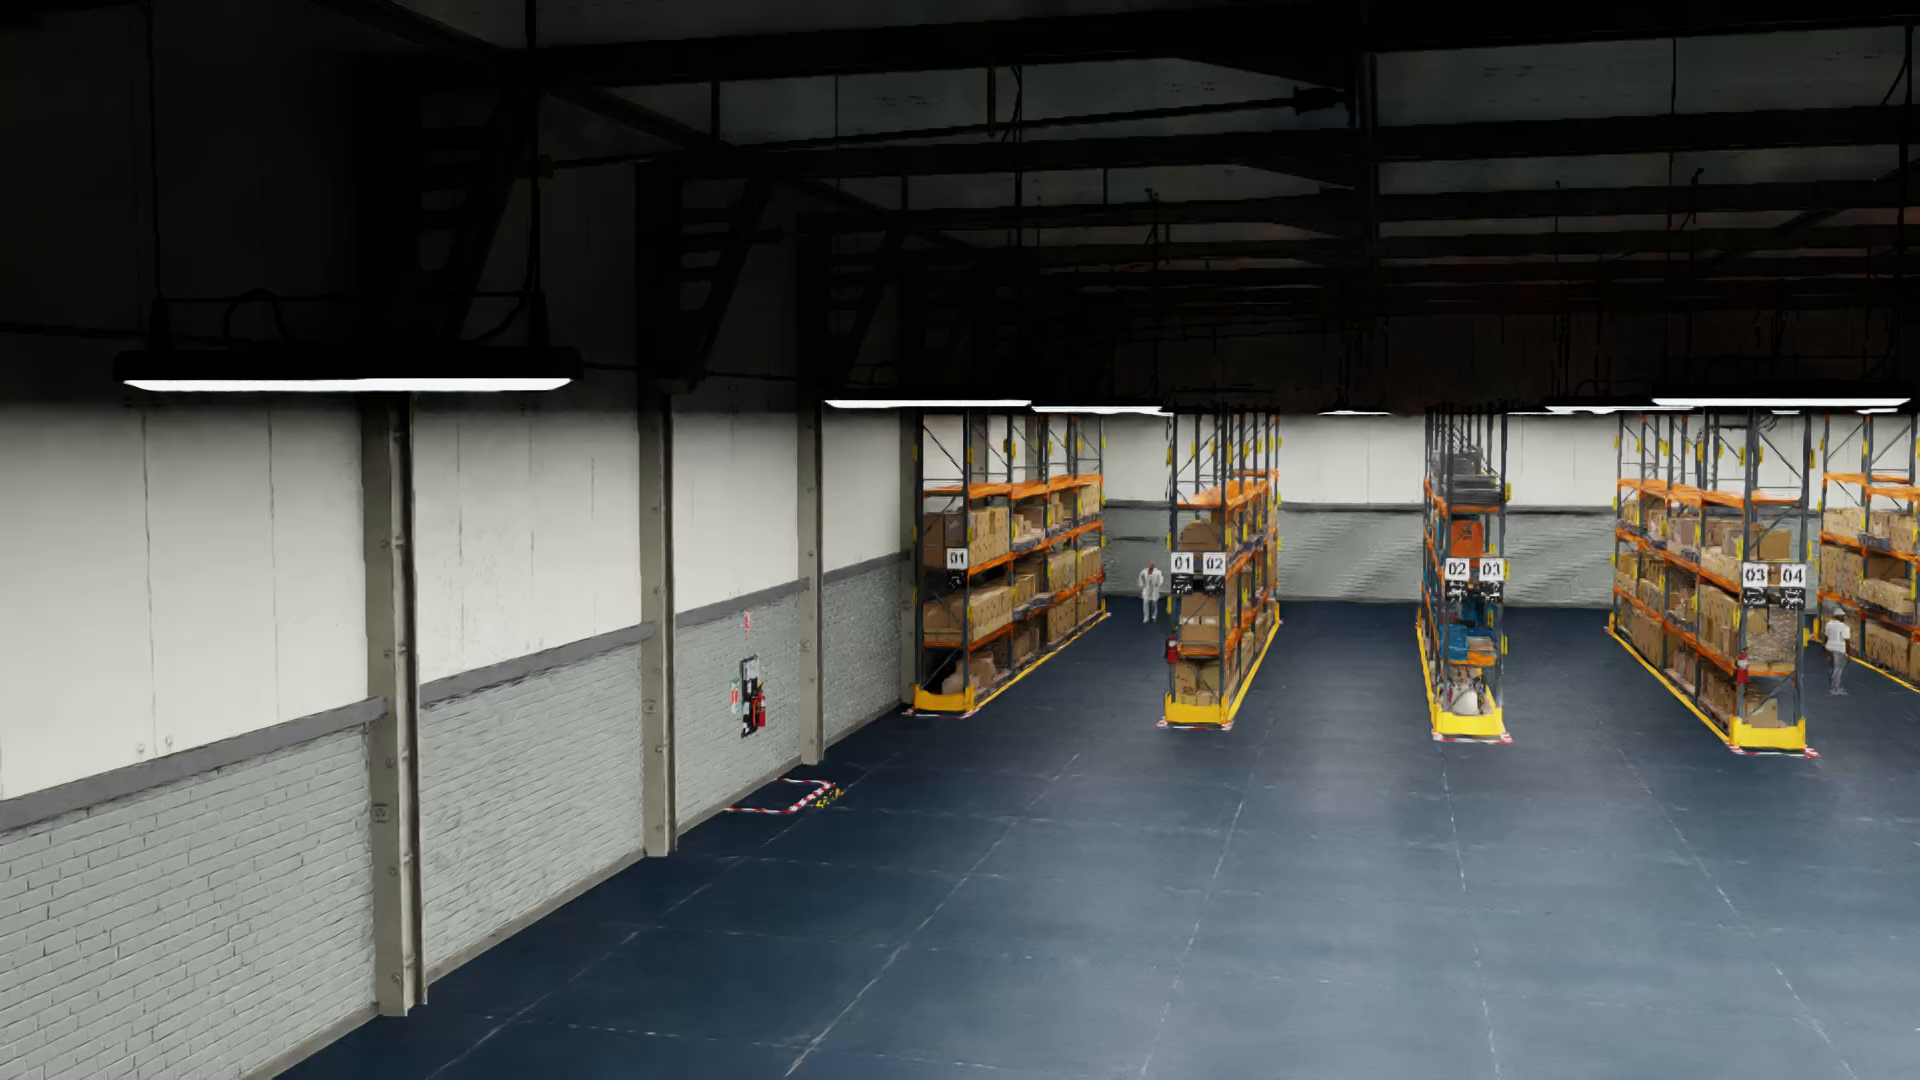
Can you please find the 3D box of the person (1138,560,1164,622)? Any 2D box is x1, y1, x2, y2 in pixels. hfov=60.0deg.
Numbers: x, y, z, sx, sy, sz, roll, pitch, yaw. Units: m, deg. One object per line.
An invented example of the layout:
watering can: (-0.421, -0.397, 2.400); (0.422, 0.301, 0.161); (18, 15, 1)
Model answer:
person: (5.360, 1.416, 46.712); (0.733, 1.709, 0.930); (1, 4, 11)

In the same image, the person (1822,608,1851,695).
person: (18.157, 2.292, 34.338); (0.517, 1.758, 0.748); (-1, 4, -12)
